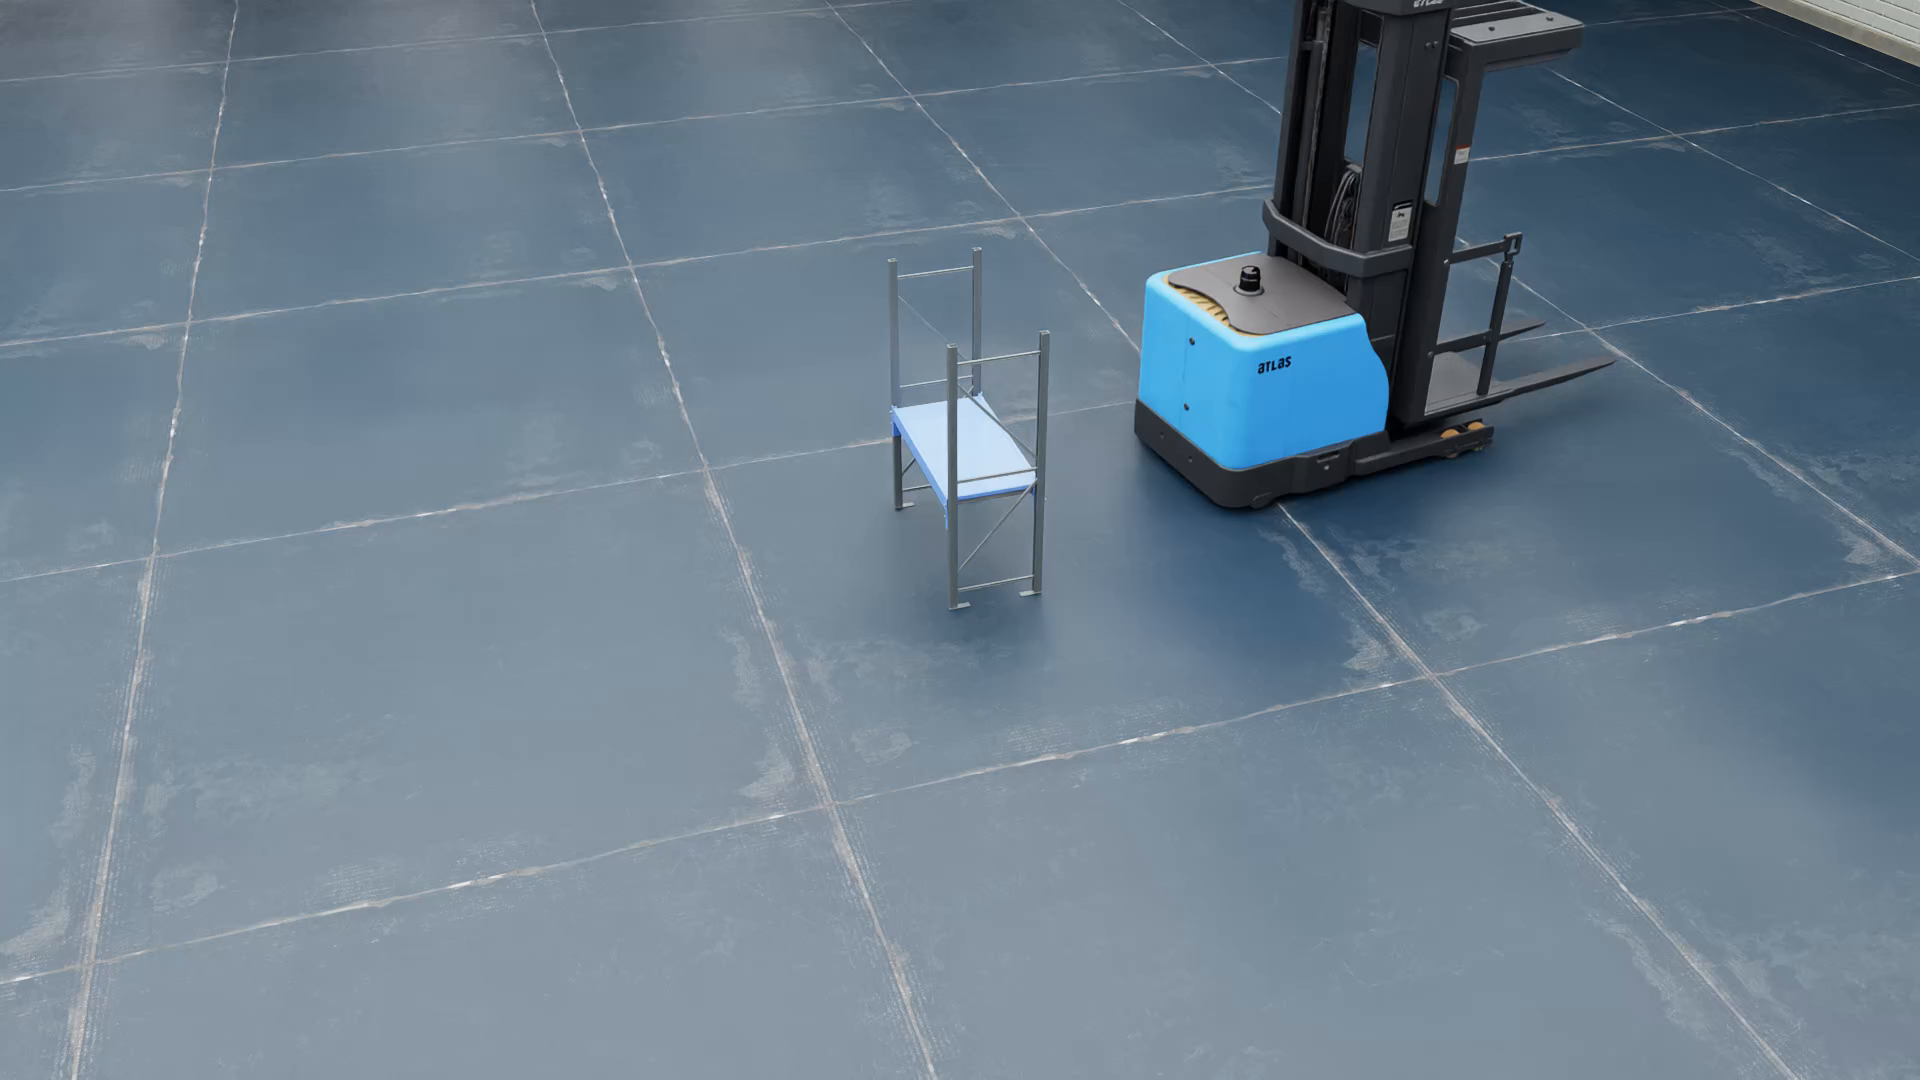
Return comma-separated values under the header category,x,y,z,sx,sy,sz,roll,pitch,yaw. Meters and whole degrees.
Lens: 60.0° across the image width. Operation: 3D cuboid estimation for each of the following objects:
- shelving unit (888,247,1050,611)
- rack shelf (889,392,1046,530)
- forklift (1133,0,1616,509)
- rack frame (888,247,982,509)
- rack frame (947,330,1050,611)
category,x,y,z,sx,sy,sz,roll,pitch,yaw
shelving unit,0.026,-0.581,8.588,0.538,1.500,1.048,-10,35,-15
rack shelf,0.026,-0.431,8.687,0.538,0.185,1.000,-10,35,-15
forklift,2.588,-1.951,9.363,3.031,2.935,1.130,-15,36,-22
rack frame,-0.129,-0.848,8.992,0.500,1.500,0.032,-10,35,-15
rack frame,0.181,-0.314,8.184,0.500,1.500,0.032,-10,35,-15
